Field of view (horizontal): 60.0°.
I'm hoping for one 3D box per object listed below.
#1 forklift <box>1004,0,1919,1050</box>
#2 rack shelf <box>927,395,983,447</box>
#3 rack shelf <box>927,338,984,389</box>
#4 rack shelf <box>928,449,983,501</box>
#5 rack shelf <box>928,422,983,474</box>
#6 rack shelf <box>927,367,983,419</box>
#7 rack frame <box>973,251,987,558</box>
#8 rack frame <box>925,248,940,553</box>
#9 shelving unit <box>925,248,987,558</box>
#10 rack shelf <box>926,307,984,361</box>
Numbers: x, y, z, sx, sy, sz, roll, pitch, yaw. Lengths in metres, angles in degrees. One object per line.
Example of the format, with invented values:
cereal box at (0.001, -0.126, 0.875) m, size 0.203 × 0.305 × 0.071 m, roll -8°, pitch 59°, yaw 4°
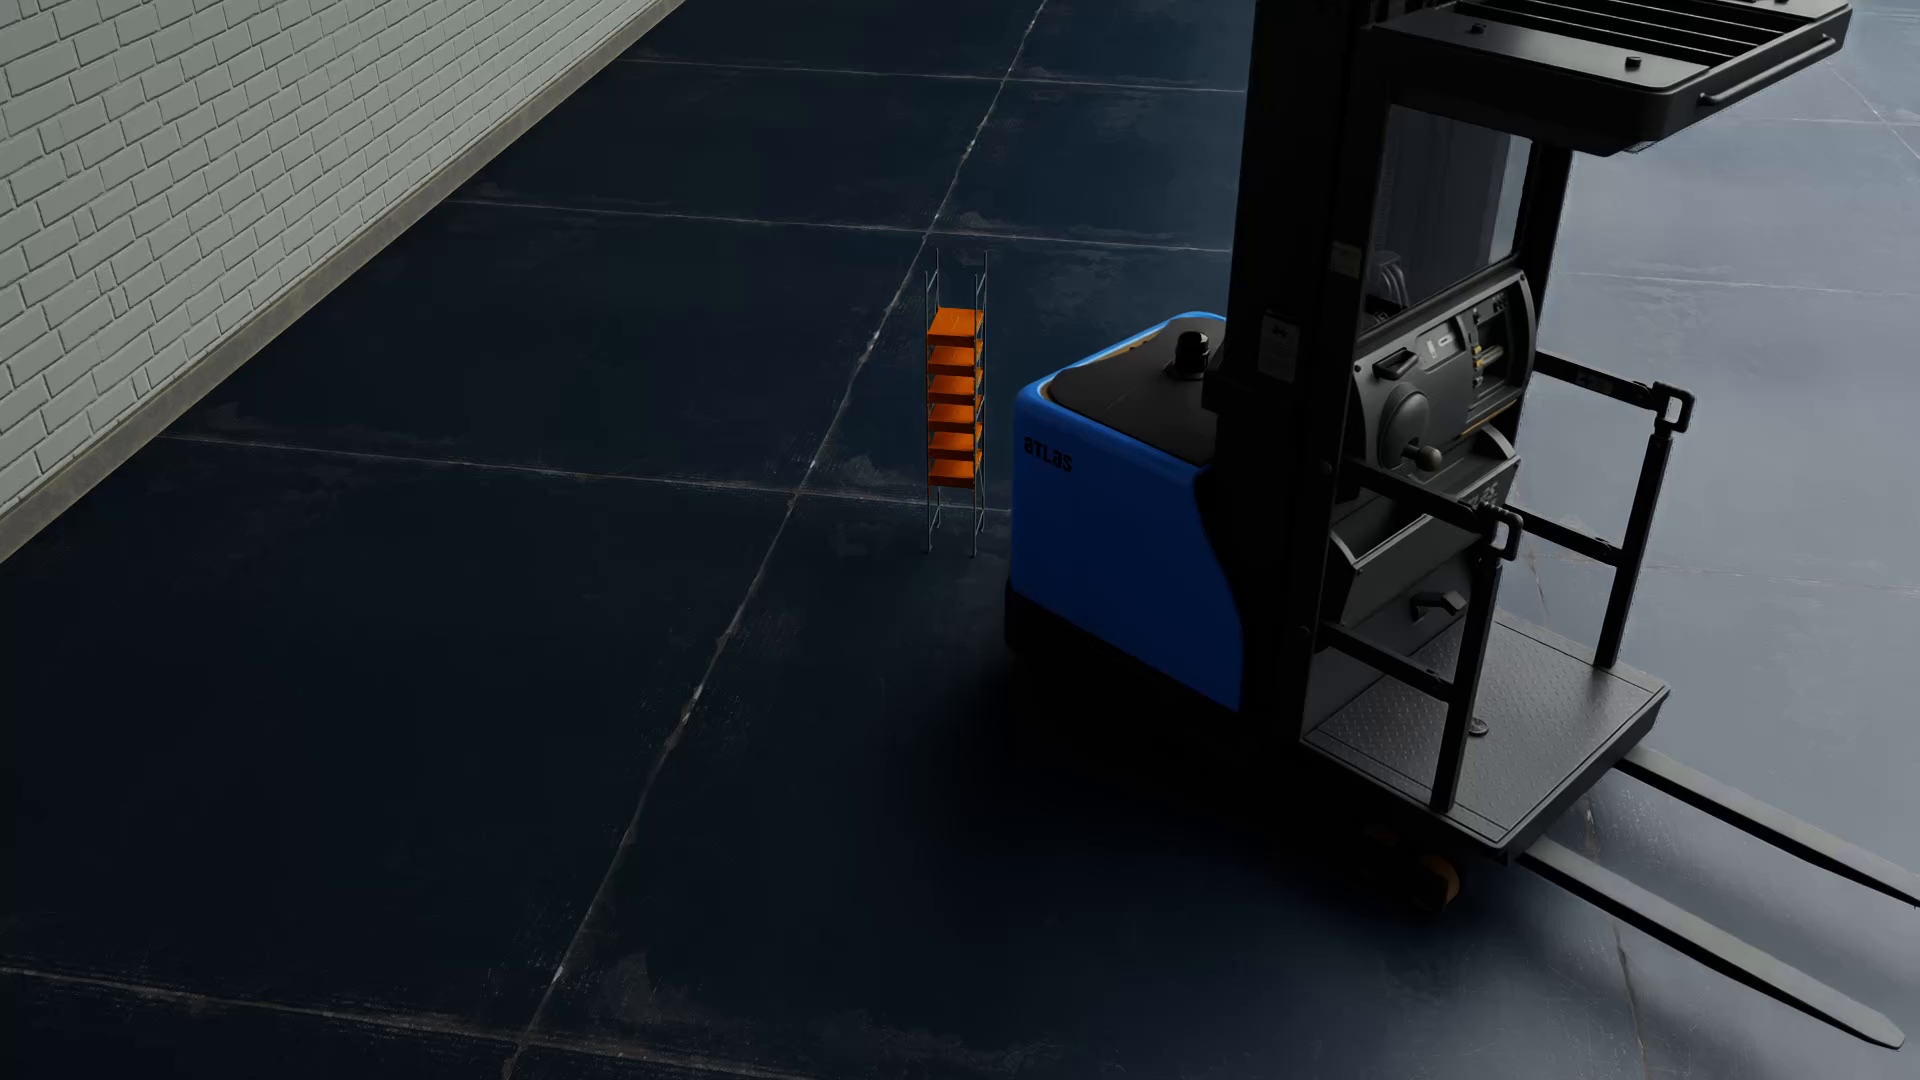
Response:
forklift at (1.556, -0.451, 4.681) m, size 1.130 × 2.935 × 3.031 m, roll -28°, pitch 41°, yaw -37°
rack shelf at (-0.014, -0.472, 6.430) m, size 0.180 × 0.103 × 0.258 m, roll 5°, pitch 32°, yaw 8°
rack shelf at (-0.014, -0.676, 6.303) m, size 0.180 × 0.103 × 0.258 m, roll 5°, pitch 32°, yaw 8°
rack shelf at (-0.014, -0.269, 6.558) m, size 0.180 × 0.103 × 0.258 m, roll 5°, pitch 32°, yaw 8°
rack shelf at (-0.014, -0.370, 6.494) m, size 0.180 × 0.103 × 0.258 m, roll 5°, pitch 32°, yaw 8°
rack shelf at (-0.014, -0.574, 6.367) m, size 0.180 × 0.103 × 0.258 m, roll 5°, pitch 32°, yaw 8°
rack frame at (0.076, -0.502, 6.394) m, size 0.006 × 1.200 × 0.240 m, roll 5°, pitch 32°, yaw 8°
rack frame at (-0.104, -0.518, 6.420) m, size 0.006 × 1.200 × 0.240 m, roll 5°, pitch 32°, yaw 8°
shelving unit at (-0.014, -0.510, 6.407) m, size 0.189 × 1.200 × 0.258 m, roll 5°, pitch 32°, yaw 8°
rack shelf at (-0.014, -0.777, 6.239) m, size 0.180 × 0.103 × 0.258 m, roll 5°, pitch 32°, yaw 8°
